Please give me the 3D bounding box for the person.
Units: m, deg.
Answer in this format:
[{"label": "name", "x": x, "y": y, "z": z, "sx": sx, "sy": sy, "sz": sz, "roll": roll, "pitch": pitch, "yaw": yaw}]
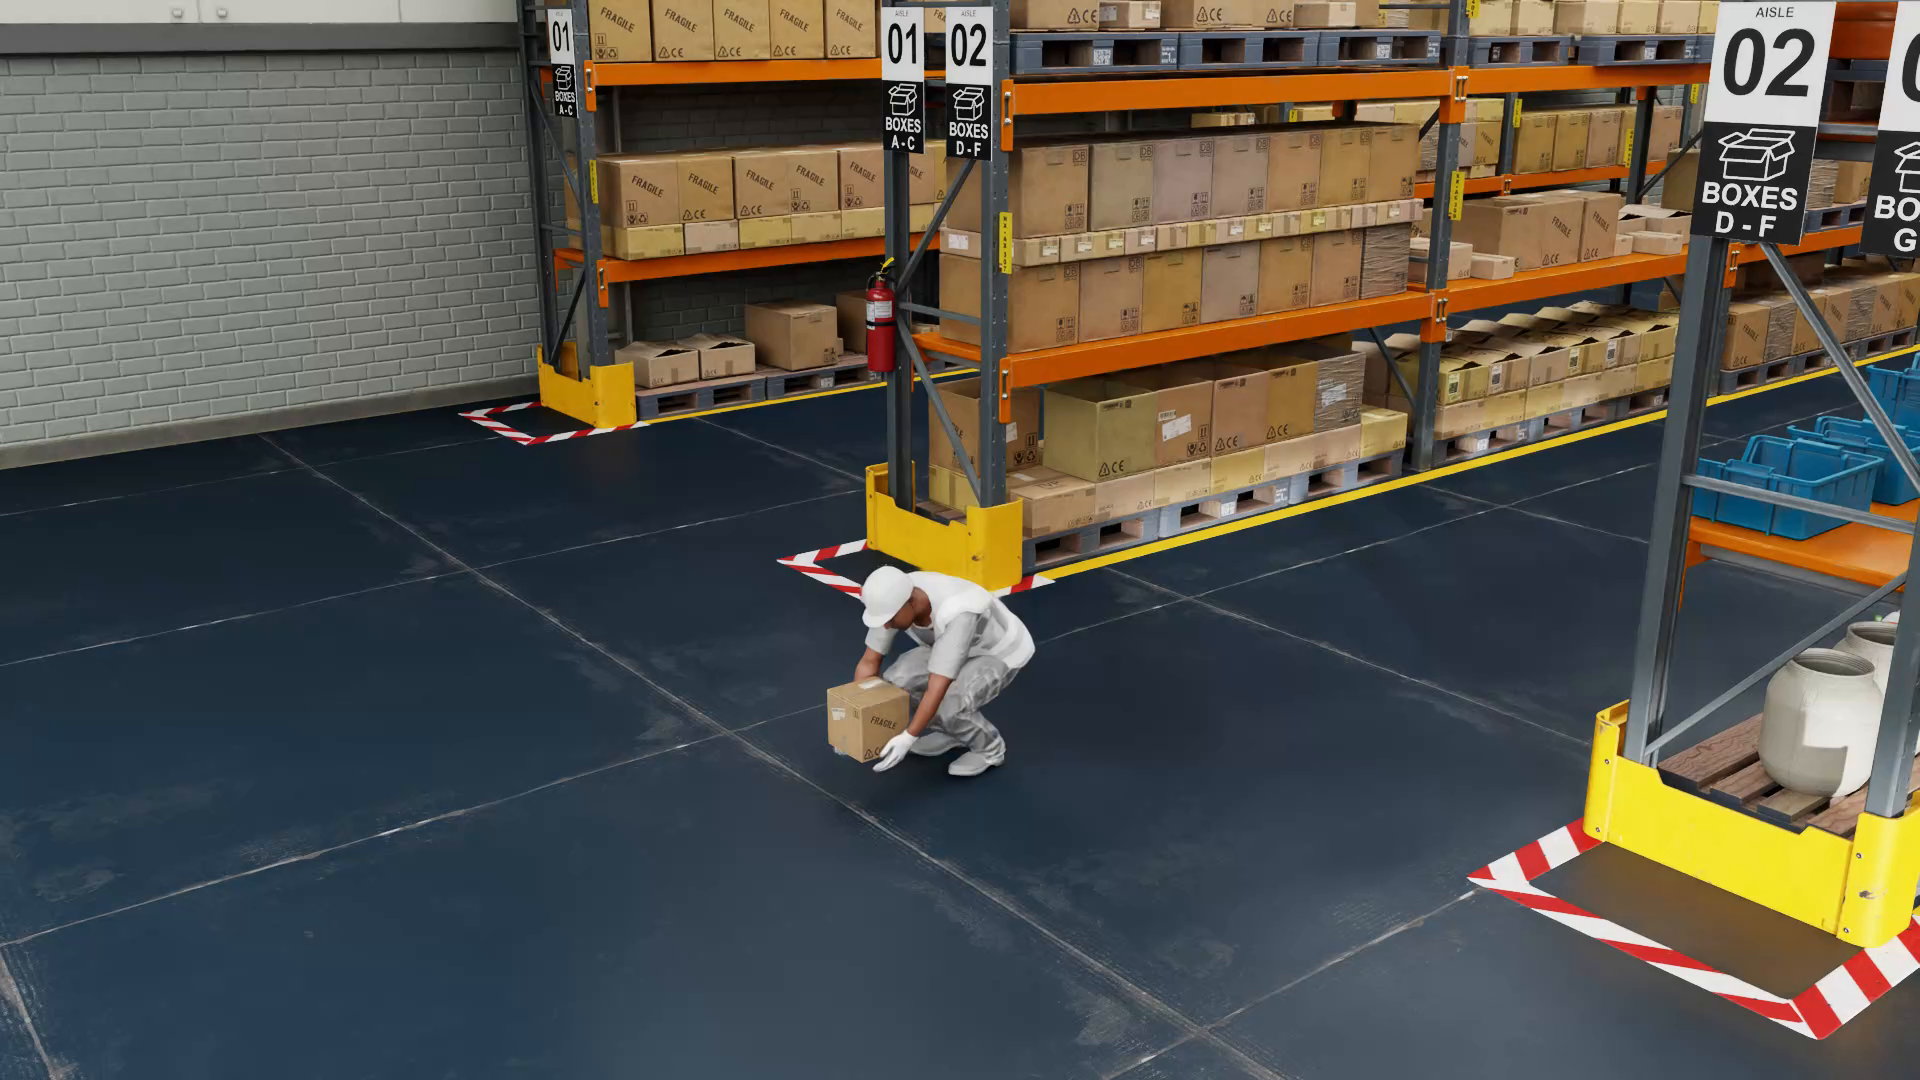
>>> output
[{"label": "person", "x": -0.086, "y": 0.528, "z": 7.148, "sx": 0.918, "sy": 1.005, "sz": 0.578, "roll": -13, "pitch": 22, "yaw": -35}]
